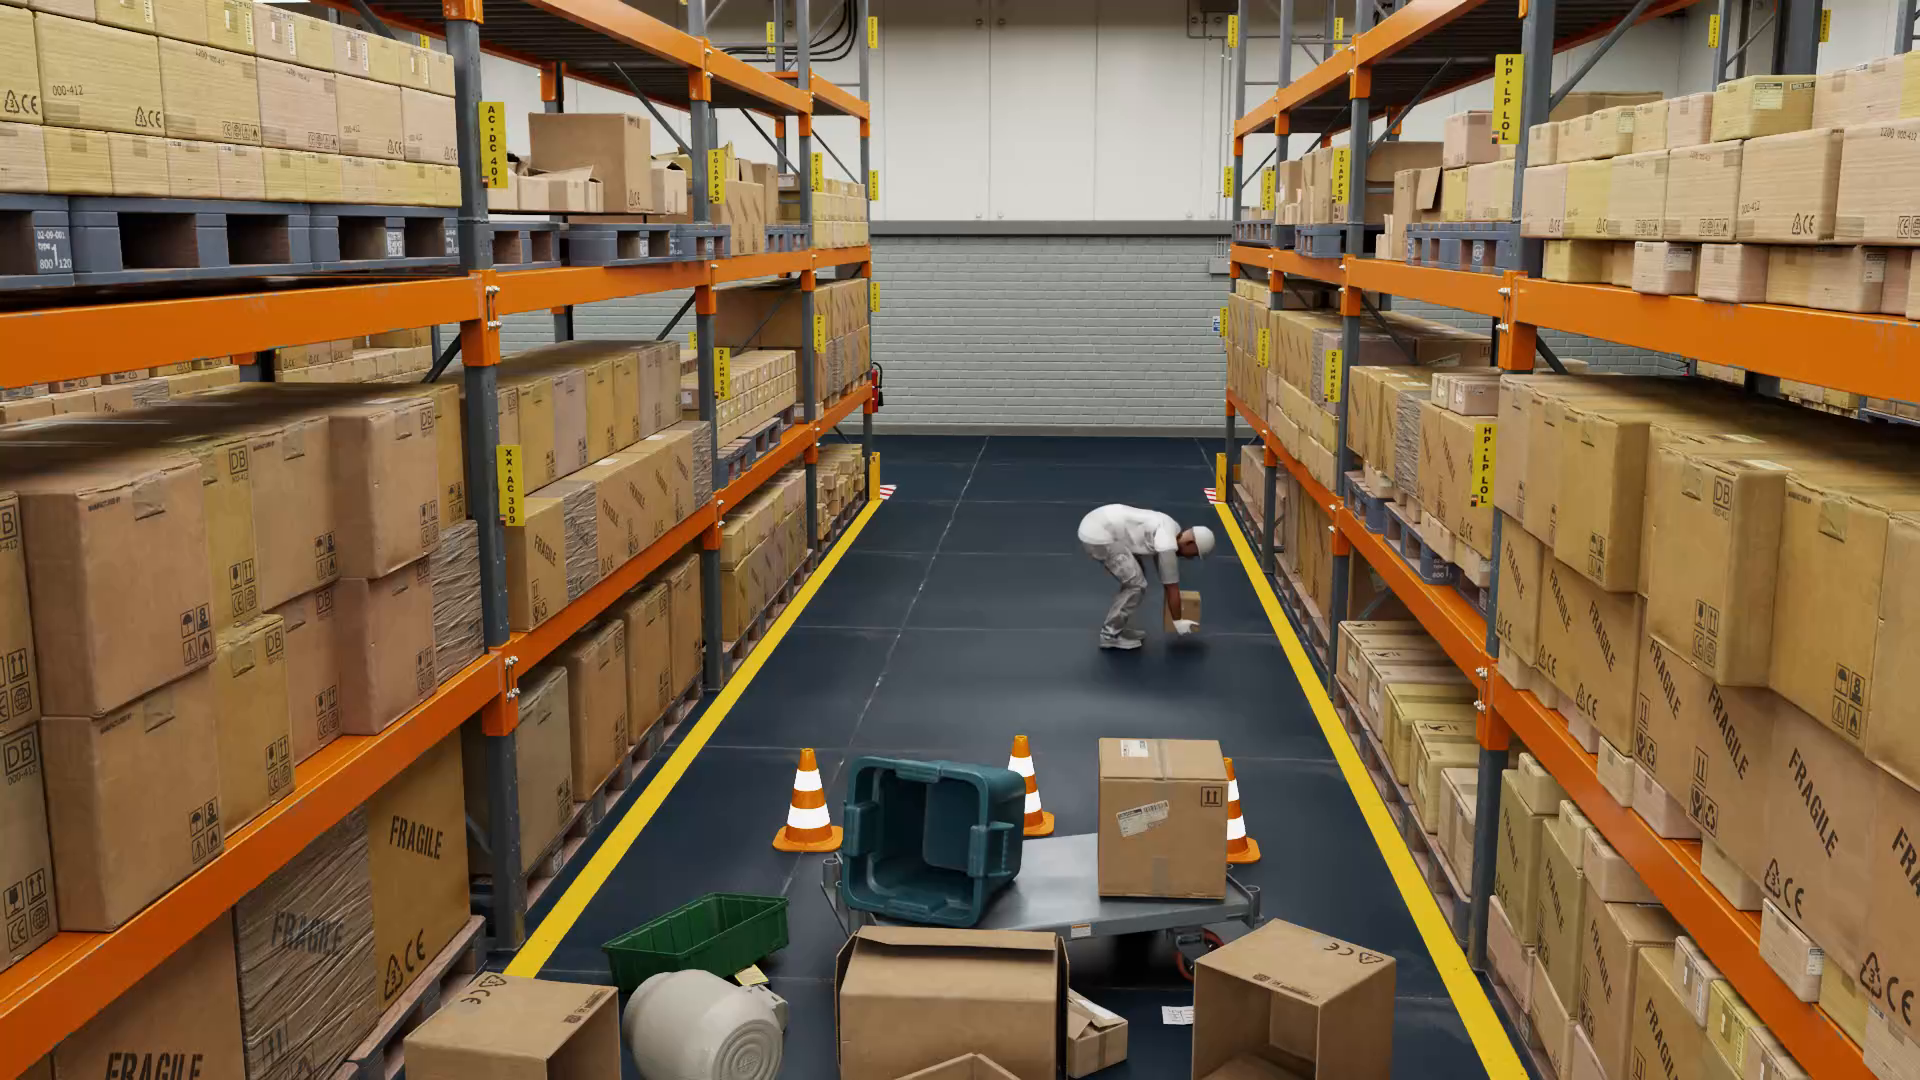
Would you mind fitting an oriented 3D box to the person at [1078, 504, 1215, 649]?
[{"bbox_3d":[1.347,0.253,12.058,0.985,1.027,0.517,0,11,1],"label":"person"}]
